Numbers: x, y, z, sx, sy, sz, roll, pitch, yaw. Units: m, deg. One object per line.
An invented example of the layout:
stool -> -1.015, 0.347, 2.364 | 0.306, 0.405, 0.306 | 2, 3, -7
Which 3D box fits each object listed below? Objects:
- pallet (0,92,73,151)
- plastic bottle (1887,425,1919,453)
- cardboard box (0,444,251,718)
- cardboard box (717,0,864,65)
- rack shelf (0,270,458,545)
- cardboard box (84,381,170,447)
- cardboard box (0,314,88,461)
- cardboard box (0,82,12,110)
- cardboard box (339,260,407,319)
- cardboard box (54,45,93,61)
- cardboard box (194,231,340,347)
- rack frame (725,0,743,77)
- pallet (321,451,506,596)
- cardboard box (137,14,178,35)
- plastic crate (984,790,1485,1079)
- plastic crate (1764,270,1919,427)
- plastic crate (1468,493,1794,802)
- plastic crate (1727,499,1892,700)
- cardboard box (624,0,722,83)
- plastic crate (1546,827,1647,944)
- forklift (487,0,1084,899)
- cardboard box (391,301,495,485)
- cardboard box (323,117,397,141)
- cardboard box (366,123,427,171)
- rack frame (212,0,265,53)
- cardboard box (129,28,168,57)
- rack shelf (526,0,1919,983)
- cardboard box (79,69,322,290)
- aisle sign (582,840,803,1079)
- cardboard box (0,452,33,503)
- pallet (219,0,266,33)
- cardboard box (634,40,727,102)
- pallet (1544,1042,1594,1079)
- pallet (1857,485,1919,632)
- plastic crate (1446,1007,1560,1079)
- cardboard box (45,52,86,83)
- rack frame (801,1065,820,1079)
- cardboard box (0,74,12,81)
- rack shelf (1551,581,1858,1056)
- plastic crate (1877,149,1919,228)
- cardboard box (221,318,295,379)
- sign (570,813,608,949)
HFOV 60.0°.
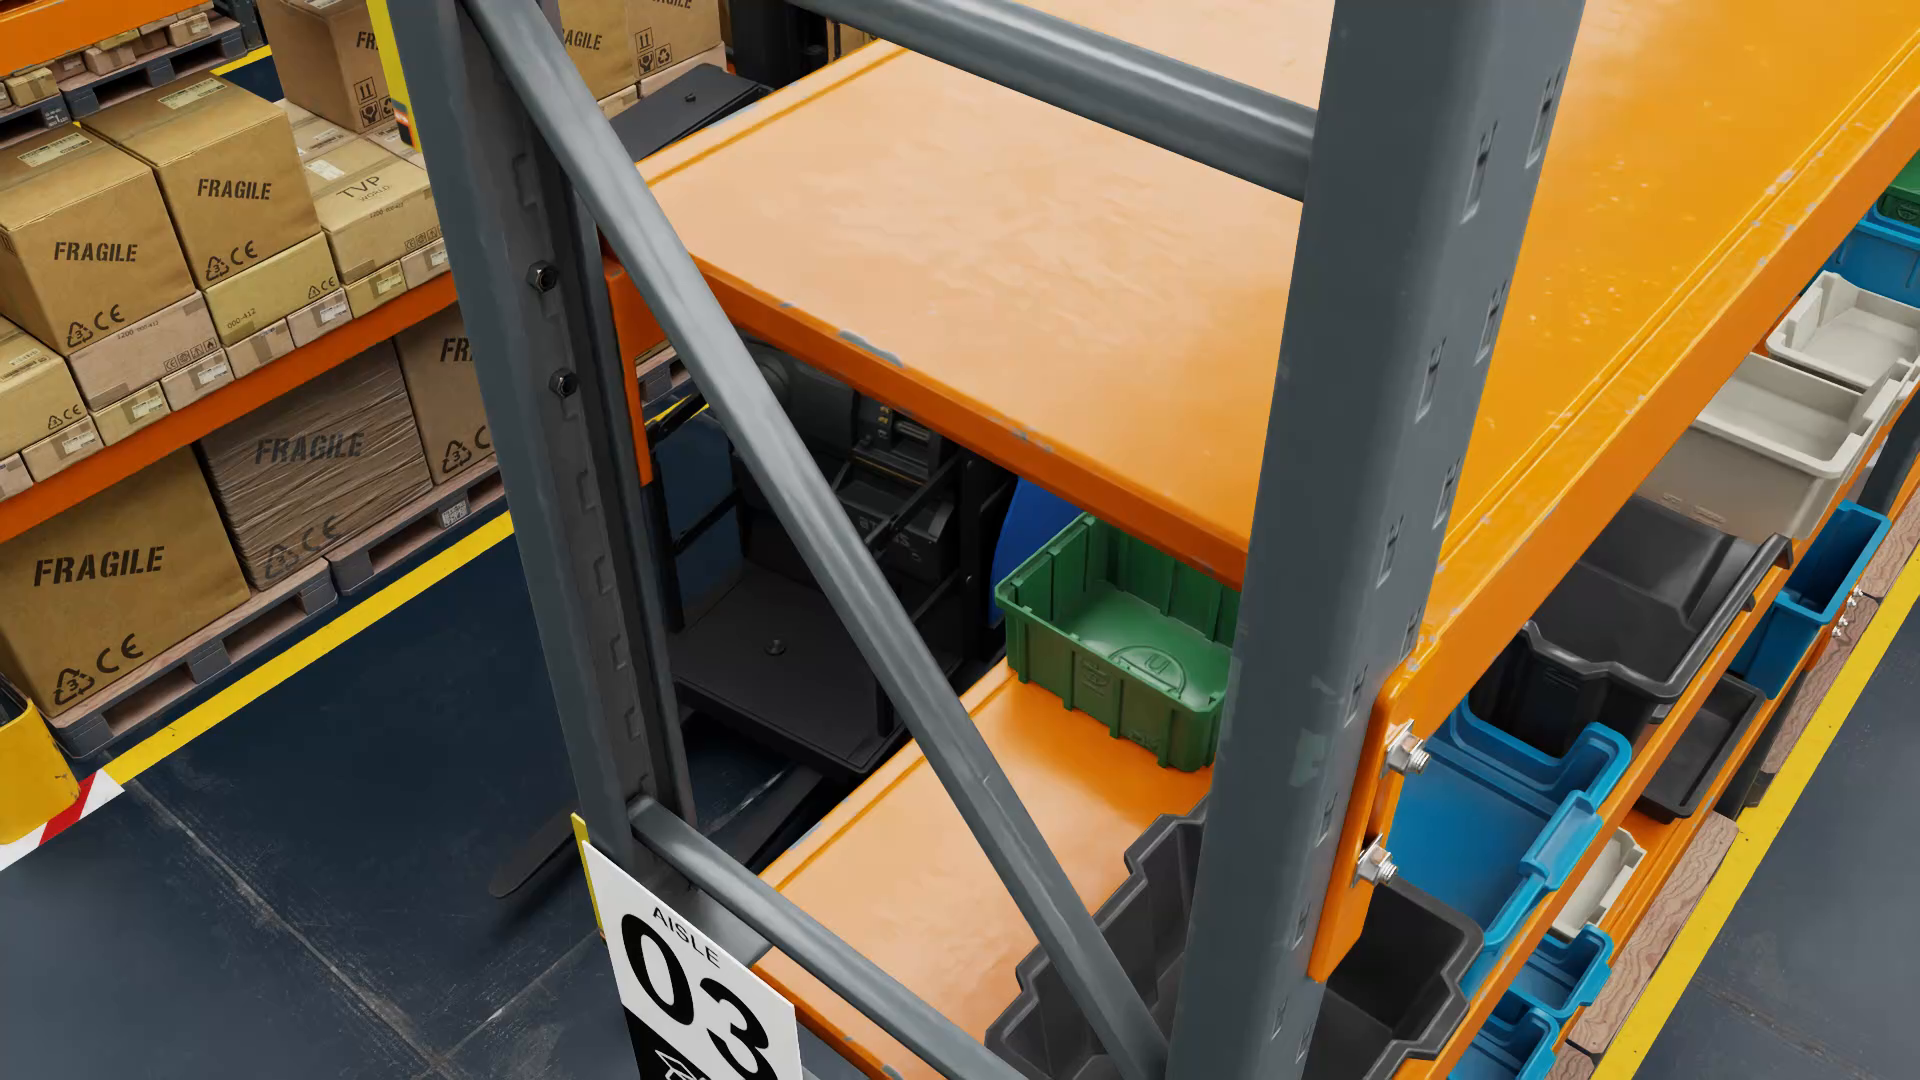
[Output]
pallet -> -6.225, -2.546, 10.076 | 1.003, 0.211, 1.213 | 29, 50, 28
plastic bottle -> 3.313, -0.442, 5.781 | 0.152, 0.276, 0.135 | 29, 50, 28
cardboard box -> -3.527, -0.045, 6.519 | 0.875, 0.875, 0.875 | 29, 50, 28
cardboard box -> -0.816, -2.536, 7.918 | 0.500, 0.500, 0.500 | 30, 50, 29
rack shelf -> -2.590, -1.075, 6.919 | 1.077, 0.370, 4.000 | 29, 50, 28
cardboard box -> -3.068, -0.523, 5.964 | 0.380, 0.149, 0.250 | 28, 49, 28
cardboard box -> -3.362, -0.496, 5.638 | 0.500, 0.250, 0.500 | 28, 49, 27
cardboard box -> -5.912, -2.683, 9.961 | 0.380, 0.149, 0.250 | 30, 50, 29
cardboard box -> -2.408, -1.051, 6.545 | 0.380, 0.149, 0.250 | 28, 49, 27
cardboard box -> -5.554, -3.104, 10.202 | 0.380, 0.149, 0.250 | 30, 50, 29
cardboard box -> -2.706, -1.024, 6.219 | 0.500, 0.250, 0.500 | 28, 49, 27
rack frame -> -1.303, -2.371, 7.810 | 1.000, 3.000, 0.127 | 29, 50, 28
pallet -> -2.637, -0.350, 7.661 | 1.003, 0.211, 1.213 | 29, 50, 28
cardboard box -> -5.159, -3.336, 10.458 | 0.380, 0.149, 0.250 | 27, 49, 27
plastic crate -> 0.375, 0.694, 2.307 | 0.497, 0.269, 0.590 | 29, 50, 28
plastic crate -> 1.960, -0.419, 3.630 | 0.293, 0.136, 0.466 | 29, 50, 28
plastic crate -> 1.107, 0.079, 2.932 | 0.504, 0.338, 0.767 | 29, 50, 28
plastic crate -> 2.448, 0.145, 5.010 | 0.392, 0.384, 0.575 | 29, 50, 28
cardboard box -> -1.394, -2.350, 7.120 | 0.500, 0.500, 0.500 | 31, 51, 30
plastic crate -> 1.597, 0.876, 4.391 | 0.293, 0.136, 0.466 | 29, 50, 28
forklift -> -0.548, -0.442, 5.739 | 1.130, 2.935, 3.031 | 23, 47, 23
cardboard box -> -2.368, -0.971, 7.538 | 0.875, 0.875, 0.875 | 29, 50, 28
cardboard box -> -2.459, -1.774, 7.044 | 0.500, 0.250, 0.500 | 31, 51, 29
cardboard box -> -2.046, -1.554, 6.802 | 0.500, 0.250, 0.500 | 31, 50, 29
rack frame -> -5.035, -4.570, 10.229 | 1.000, 3.000, 0.127 | 29, 50, 28
cardboard box -> -5.257, -3.224, 10.555 | 0.380, 0.149, 0.250 | 31, 51, 29
rack shelf -> 1.201, -1.002, 2.677 | 1.077, 0.370, 4.000 | 29, 50, 28
cardboard box -> -2.711, -1.300, 5.966 | 0.500, 0.500, 0.500 | 28, 49, 27
aisle sign -> -0.357, 0.782, 2.411 | 0.394, 0.787, 0.004 | 29, 50, 28
cardboard box -> -3.396, -0.258, 5.673 | 0.380, 0.149, 0.250 | 30, 50, 29
pallet -> -4.535, -3.940, 11.609 | 1.003, 0.211, 1.213 | 29, 50, 28
cardboard box -> -1.387, -2.084, 7.385 | 0.500, 0.250, 0.500 | 29, 49, 28
pallet -> 1.259, 1.832, 5.261 | 1.003, 0.211, 1.213 | 29, 50, 28
pallet -> 3.801, -0.205, 7.501 | 1.003, 0.211, 1.213 | 29, 50, 28
plastic crate -> 1.172, 1.210, 3.951 | 0.416, 0.233, 0.300 | 29, 50, 28
cardboard box -> -5.641, -2.977, 10.283 | 0.380, 0.149, 0.250 | 28, 49, 28
rack frame -> -0.087, 1.833, 3.186 | 1.000, 3.000, 0.127 | 29, 50, 28
cardboard box -> -5.891, -2.835, 9.907 | 0.380, 0.149, 0.250 | 27, 49, 27
rack shelf -> 1.201, 1.070, 4.561 | 1.077, 0.370, 4.000 | 29, 50, 28
plastic crate -> 2.446, -0.909, 4.130 | 0.450, 0.188, 0.662 | 29, 50, 28
cardboard box -> -2.737, -0.788, 6.256 | 0.380, 0.149, 0.250 | 29, 49, 28
sign -> -0.518, 0.532, 2.465 | 0.100, 0.325, 0.005 | 29, 50, 28
